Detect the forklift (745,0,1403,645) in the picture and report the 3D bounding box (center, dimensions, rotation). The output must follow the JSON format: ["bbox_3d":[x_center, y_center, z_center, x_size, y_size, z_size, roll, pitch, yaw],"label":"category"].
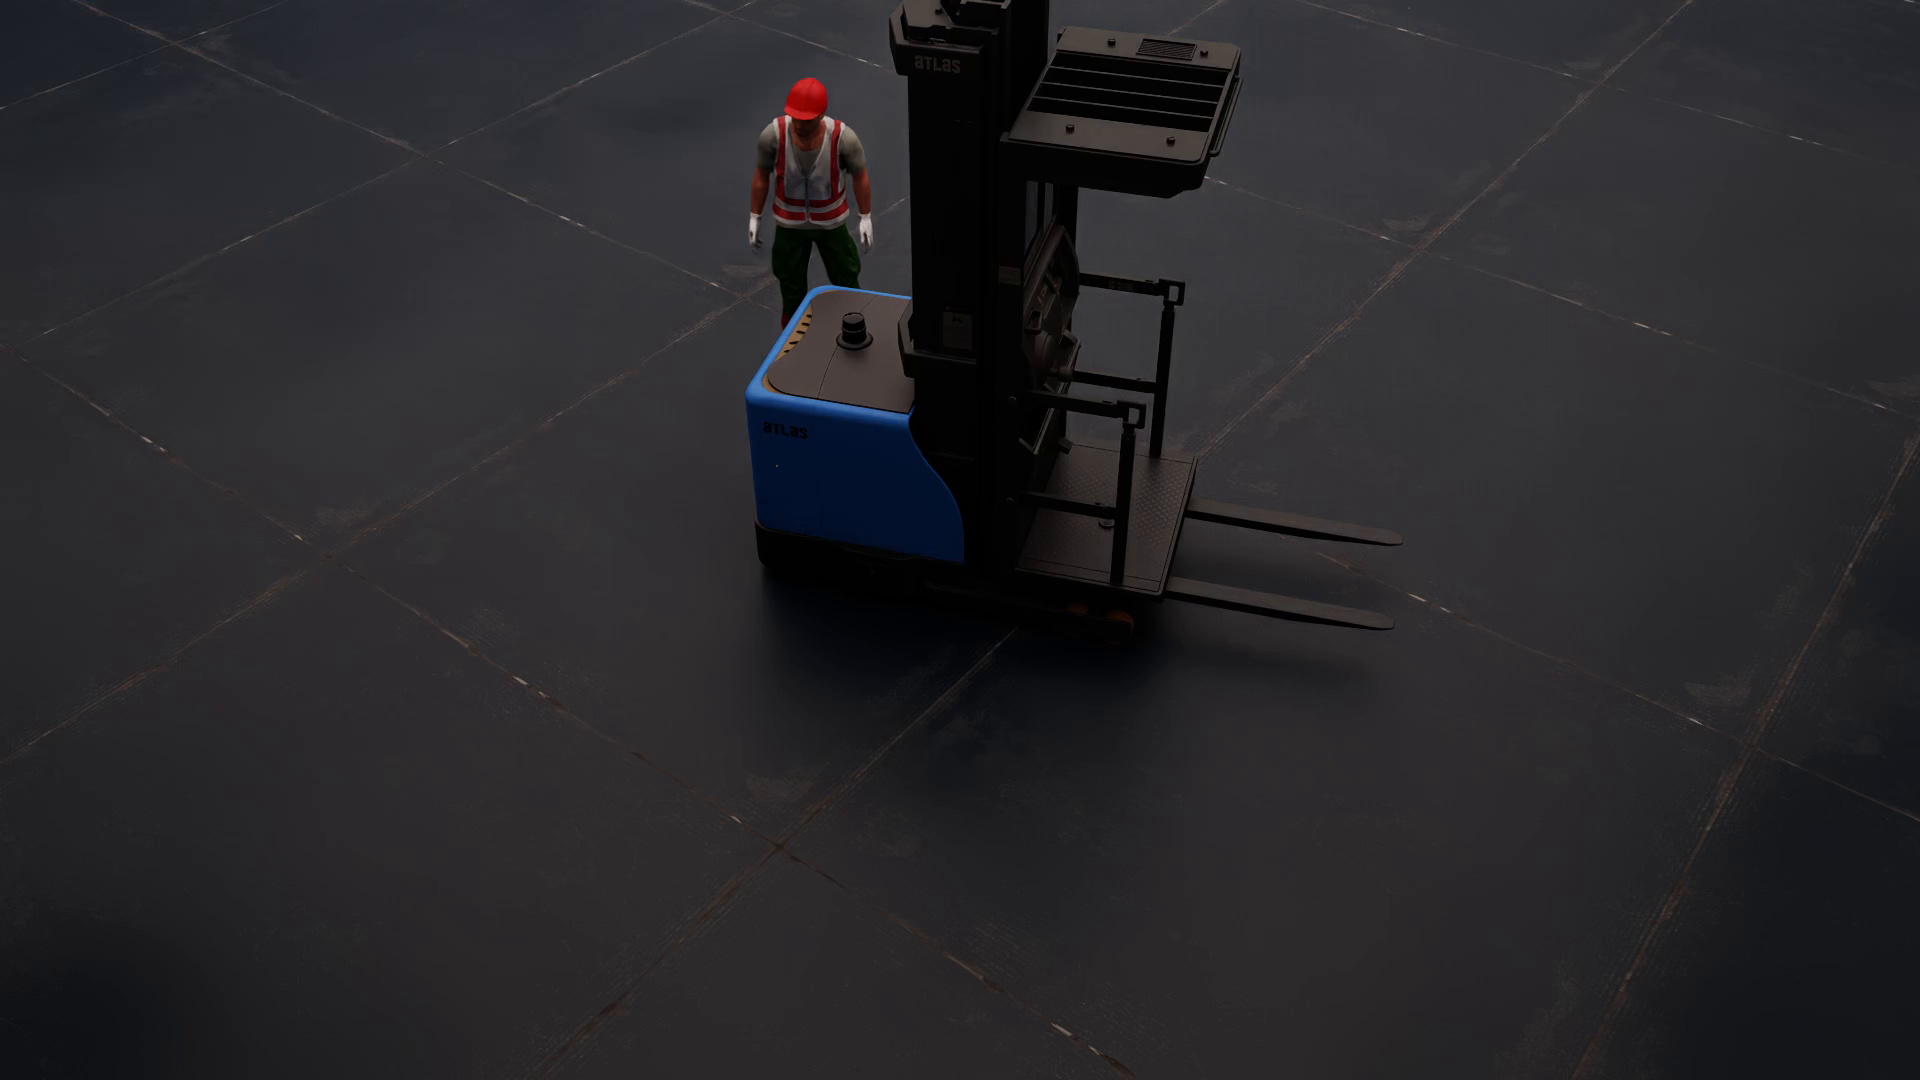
[{"bbox_3d":[0.587,-1.011,7.260,3.031,2.935,1.130,10,41,12],"label":"forklift"}]

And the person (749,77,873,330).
[{"bbox_3d":[-0.793,-1.664,8.916,0.687,1.779,0.476,-1,40,-1],"label":"person"}]
